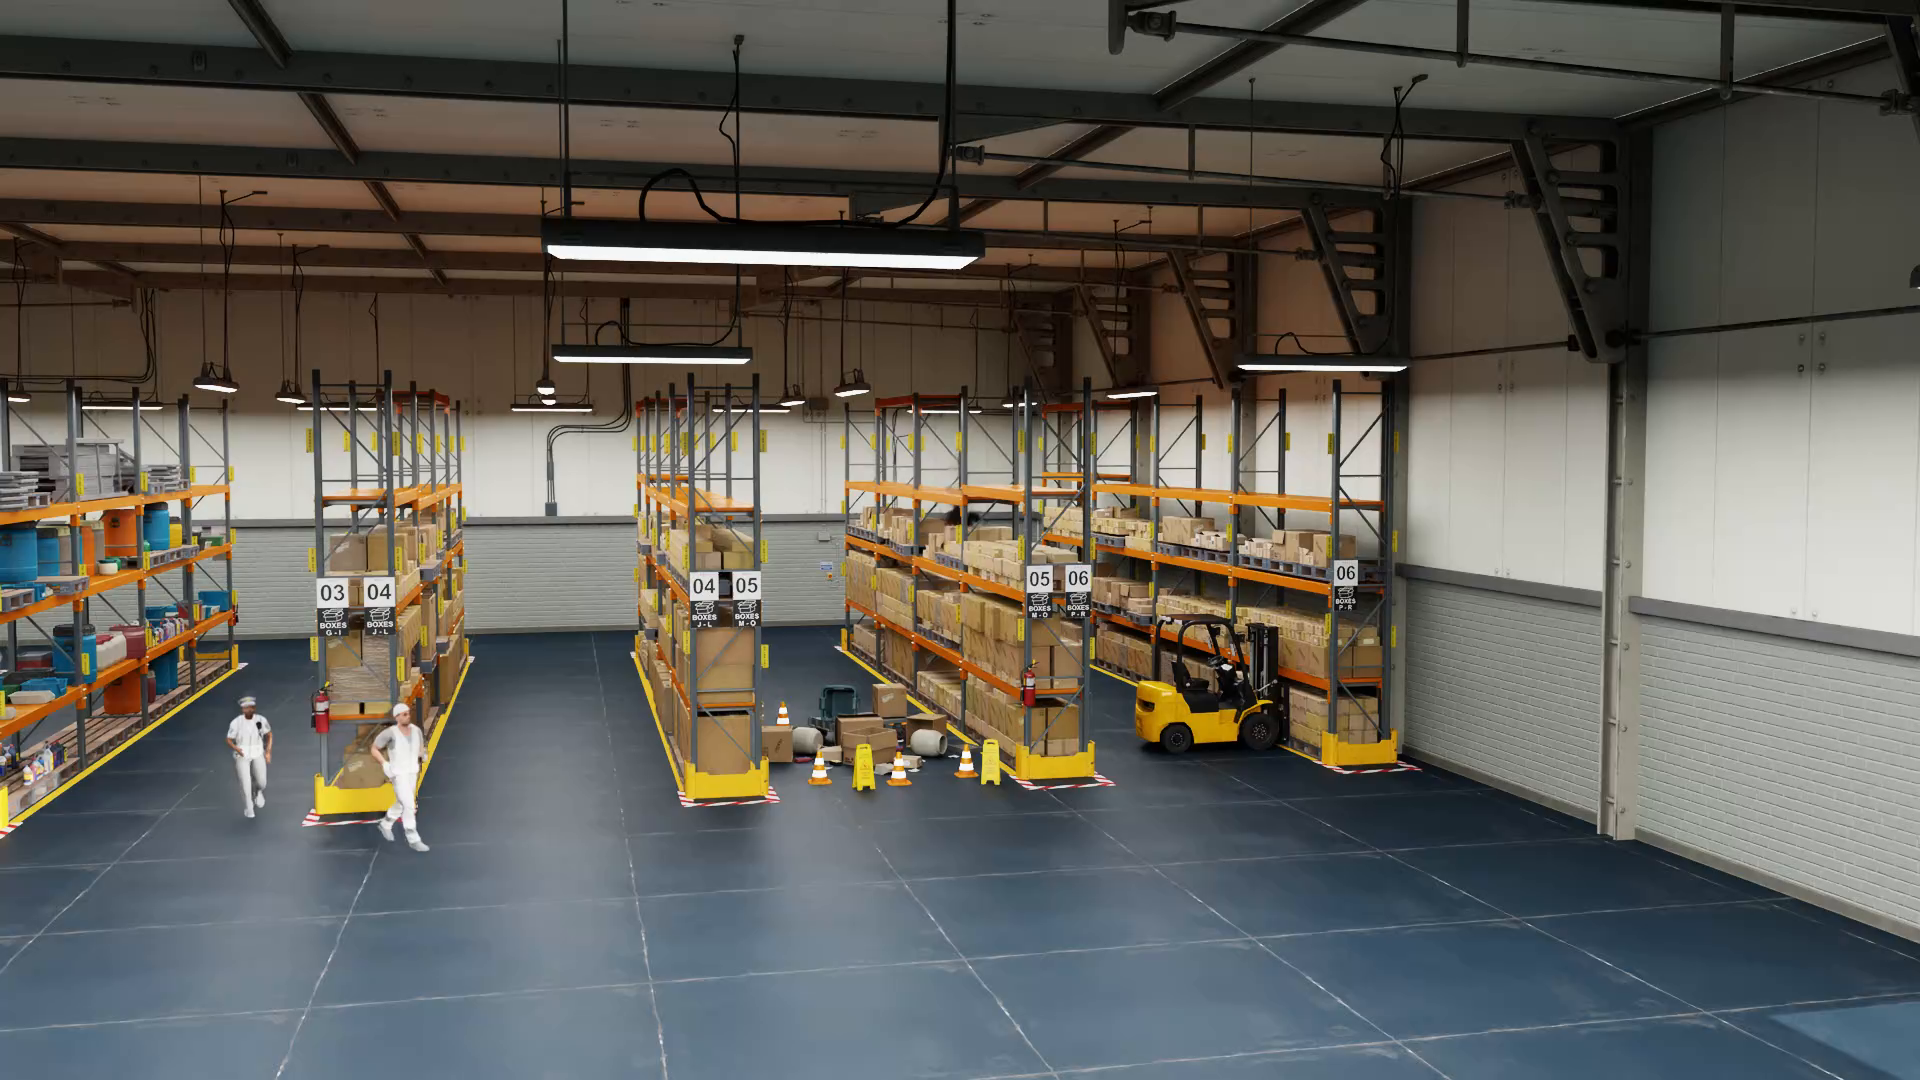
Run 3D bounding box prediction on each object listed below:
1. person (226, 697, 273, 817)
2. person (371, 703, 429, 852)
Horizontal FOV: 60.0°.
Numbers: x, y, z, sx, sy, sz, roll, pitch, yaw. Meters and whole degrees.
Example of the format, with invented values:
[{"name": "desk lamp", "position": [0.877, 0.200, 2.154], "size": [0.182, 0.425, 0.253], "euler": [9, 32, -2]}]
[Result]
[{"name": "person", "position": [-9.495, 2.905, 22.252], "size": [0.586, 1.639, 0.568], "euler": [-2, 4, -27]}, {"name": "person", "position": [-6.853, 2.890, 20.475], "size": [0.906, 1.782, 0.649], "euler": [2, 4, 30]}]
